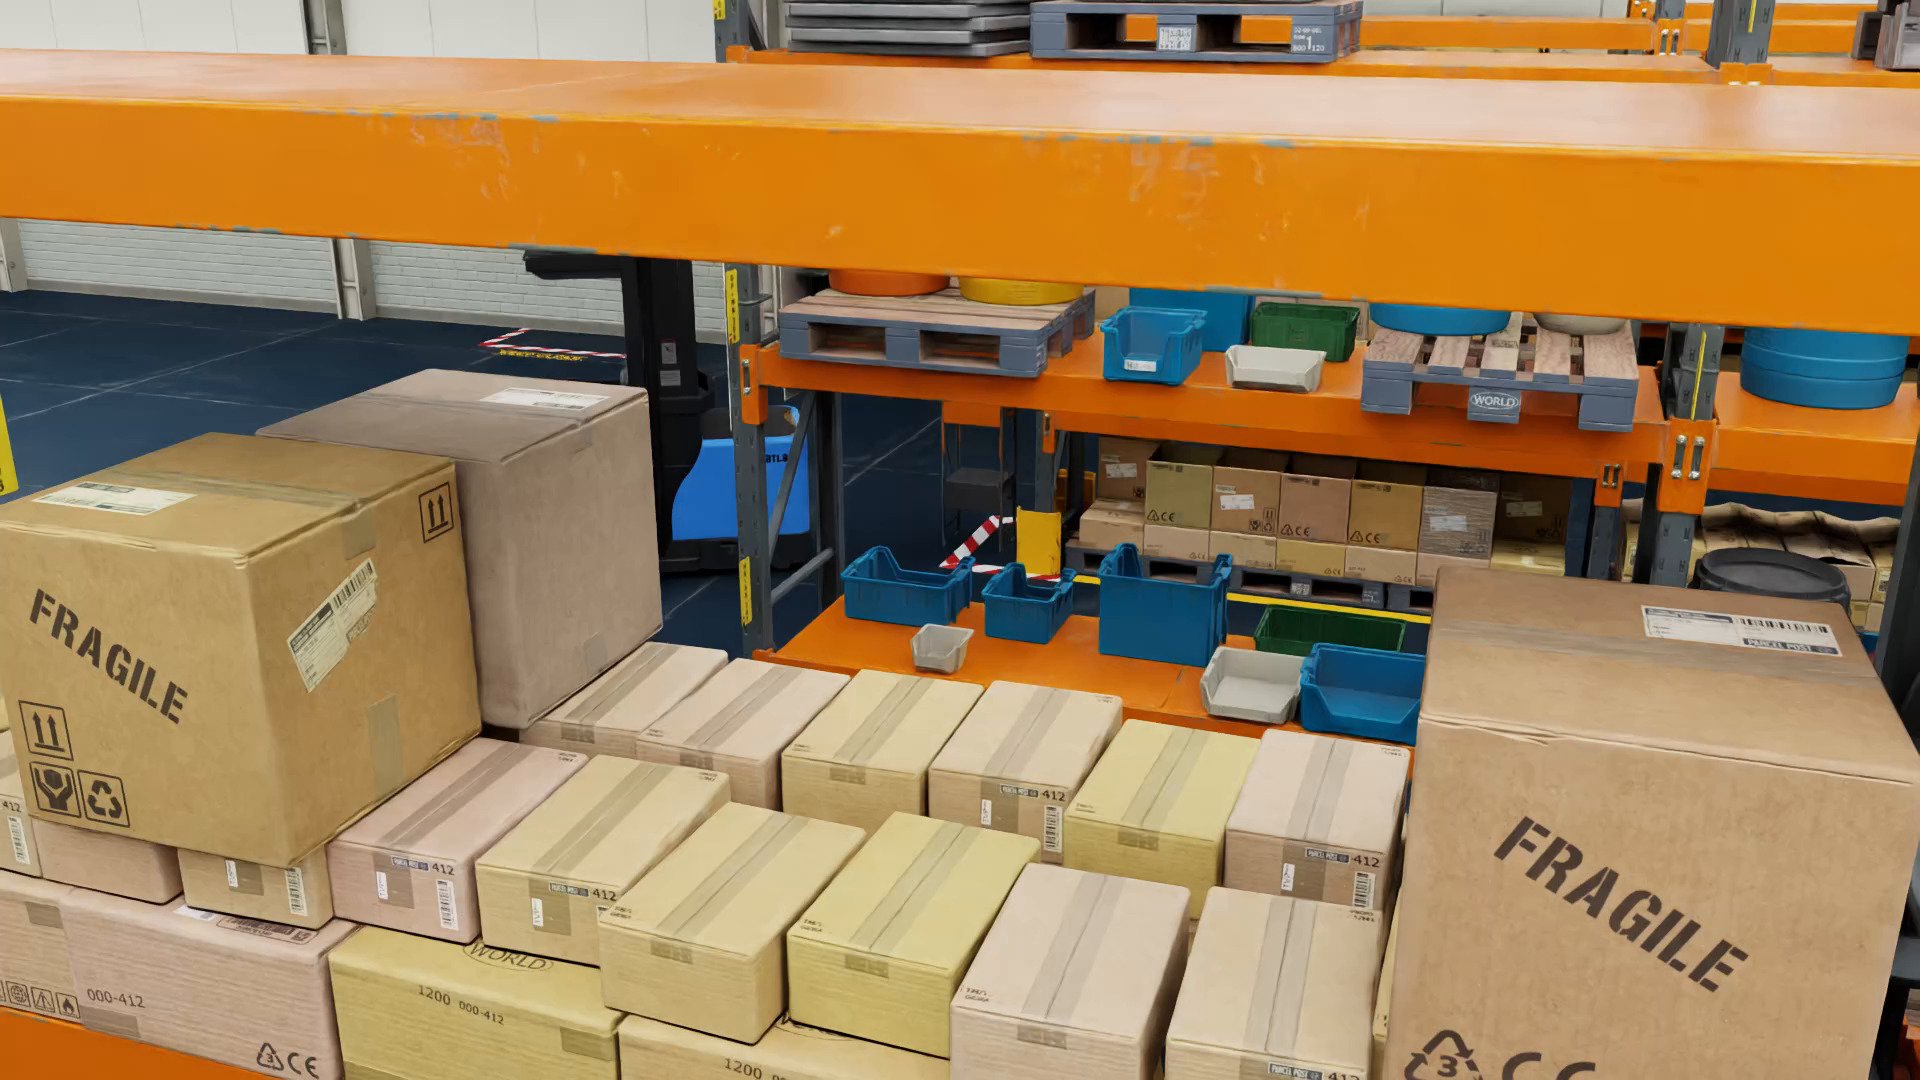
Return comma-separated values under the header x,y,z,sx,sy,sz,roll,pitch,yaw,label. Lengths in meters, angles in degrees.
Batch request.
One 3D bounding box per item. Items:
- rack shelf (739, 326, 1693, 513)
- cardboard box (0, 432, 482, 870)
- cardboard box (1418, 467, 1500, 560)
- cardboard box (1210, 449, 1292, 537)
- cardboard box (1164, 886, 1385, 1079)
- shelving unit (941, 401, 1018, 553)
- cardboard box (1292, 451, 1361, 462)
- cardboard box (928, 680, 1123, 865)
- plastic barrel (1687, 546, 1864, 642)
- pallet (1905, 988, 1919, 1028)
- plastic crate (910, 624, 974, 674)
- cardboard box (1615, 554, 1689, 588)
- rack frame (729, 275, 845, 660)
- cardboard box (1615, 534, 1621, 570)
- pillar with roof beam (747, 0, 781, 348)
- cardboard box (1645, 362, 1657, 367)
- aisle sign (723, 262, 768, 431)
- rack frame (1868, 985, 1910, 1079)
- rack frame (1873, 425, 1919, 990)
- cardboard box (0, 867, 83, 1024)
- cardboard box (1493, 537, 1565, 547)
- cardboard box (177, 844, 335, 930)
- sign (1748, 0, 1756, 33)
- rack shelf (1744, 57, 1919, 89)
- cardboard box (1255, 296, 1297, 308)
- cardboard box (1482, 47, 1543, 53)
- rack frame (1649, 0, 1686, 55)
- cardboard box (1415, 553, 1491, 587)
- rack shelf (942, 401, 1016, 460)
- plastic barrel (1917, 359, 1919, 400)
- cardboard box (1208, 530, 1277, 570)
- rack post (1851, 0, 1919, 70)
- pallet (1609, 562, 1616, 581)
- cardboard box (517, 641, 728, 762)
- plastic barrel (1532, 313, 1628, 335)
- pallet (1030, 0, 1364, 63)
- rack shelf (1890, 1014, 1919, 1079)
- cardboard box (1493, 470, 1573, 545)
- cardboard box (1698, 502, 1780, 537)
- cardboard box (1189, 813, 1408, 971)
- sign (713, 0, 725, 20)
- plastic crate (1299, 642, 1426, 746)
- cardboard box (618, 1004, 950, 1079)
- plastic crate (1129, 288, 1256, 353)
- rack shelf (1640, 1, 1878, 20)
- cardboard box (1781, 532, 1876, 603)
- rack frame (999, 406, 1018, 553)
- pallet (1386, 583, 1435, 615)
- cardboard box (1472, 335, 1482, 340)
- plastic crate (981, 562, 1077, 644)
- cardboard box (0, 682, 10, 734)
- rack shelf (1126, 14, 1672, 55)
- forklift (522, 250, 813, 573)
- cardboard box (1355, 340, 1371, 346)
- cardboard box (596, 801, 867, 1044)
x,y,z,sx,sy,sz,roll,pitch,yaw,label
1.056,-0.654,7.432,4.000,0.370,1.077,7,20,18,rack shelf
-1.145,0.150,2.667,0.500,0.500,0.500,6,20,18,cardboard box
3.596,-0.195,11.979,0.500,0.500,0.500,7,20,18,cardboard box
2.179,-0.357,12.443,0.500,0.500,0.500,7,20,18,cardboard box
0.430,0.642,2.243,0.250,0.149,0.380,5,20,15,cardboard box
0.156,-0.974,13.179,0.503,2.100,0.431,7,20,18,shelving unit
2.822,-0.464,12.751,0.500,0.500,0.500,7,20,18,cardboard box
0.122,0.401,2.933,0.250,0.149,0.380,6,20,17,cardboard box
3.211,0.538,6.715,0.708,0.901,0.600,7,20,18,plastic barrel
3.700,2.028,7.438,1.213,0.211,1.003,7,20,18,pallet
-0.093,0.528,7.906,0.250,0.136,0.298,7,20,18,plastic crate
4.874,0.319,11.642,0.500,0.250,0.500,6,20,17,cardboard box
-0.833,0.206,8.427,0.127,3.000,1.000,7,20,18,rack frame
5.061,0.153,12.118,0.500,0.250,0.500,6,20,18,cardboard box
-3.717,-5.210,14.851,0.400,9.000,9.100,7,20,18,pillar with roof beam
6.897,-1.395,16.150,0.500,0.500,0.700,7,20,20,cardboard box
-0.997,-0.938,7.760,0.004,0.787,0.394,7,20,18,aisle sign
1.320,2.178,2.770,0.127,3.000,1.000,7,20,18,rack frame
1.320,-0.654,1.782,0.127,3.000,1.000,7,20,18,rack frame
-1.599,0.587,3.006,0.500,0.250,0.500,6,20,17,cardboard box
4.236,0.054,12.402,0.500,0.250,0.500,7,20,18,cardboard box
-1.057,0.465,2.750,0.250,0.149,0.380,6,20,16,cardboard box
2.754,-1.926,5.747,0.005,0.325,0.100,7,20,18,sign
4.835,-1.450,5.765,4.000,0.370,1.077,7,20,18,rack shelf
2.258,-1.824,12.128,0.500,0.500,0.700,7,20,18,cardboard box
5.110,-4.413,15.421,0.500,0.500,0.500,8,21,21,cardboard box
4.574,-3.734,10.617,0.127,3.000,1.000,7,20,18,rack frame
3.596,0.160,12.101,0.500,0.250,0.500,7,20,18,cardboard box
0.156,-0.961,13.184,0.480,0.518,0.431,7,20,18,rack shelf
4.115,-0.957,6.445,0.600,0.901,0.600,0,19,0,plastic barrel
2.175,0.001,12.556,0.500,0.250,0.500,7,20,18,cardboard box
4.834,-2.103,5.634,3.121,1.000,1.013,7,20,18,rack post
5.283,0.483,11.870,1.213,0.211,1.003,7,20,18,pallet
-0.624,0.332,3.131,0.250,0.149,0.380,5,20,15,cardboard box
2.603,-1.137,6.915,0.421,0.512,0.421,0,19,0,plastic barrel
1.001,-2.128,6.904,1.213,0.211,1.003,7,20,18,pallet
3.209,1.318,1.775,4.000,0.370,1.077,7,20,18,rack shelf
4.239,-0.303,12.288,0.500,0.500,0.500,7,20,18,cardboard box
5.545,-0.057,11.871,0.500,0.311,0.500,7,20,20,cardboard box
0.478,0.649,2.828,0.500,0.250,0.500,6,20,18,cardboard box
-1.018,-2.357,6.985,0.005,0.325,0.100,7,20,18,sign
1.811,0.673,7.313,0.616,0.251,0.499,7,20,18,plastic crate
-0.169,0.752,2.533,0.500,0.250,0.500,6,20,18,cardboard box
1.067,-1.090,7.614,0.575,0.384,0.392,7,20,18,plastic crate
8.086,-4.530,14.602,4.000,0.370,1.077,7,20,18,rack shelf
5.844,0.167,11.227,0.500,0.311,0.500,6,20,16,cardboard box
0.387,-0.947,13.104,0.015,2.100,0.400,7,20,18,rack frame
3.837,0.316,12.348,1.213,0.211,1.003,7,20,18,pallet
3.675,-1.661,11.662,0.500,0.500,0.700,6,20,18,cardboard box
0.349,0.309,8.357,0.408,0.251,0.499,7,20,18,plastic crate
-1.782,0.361,3.048,0.250,0.149,0.380,6,20,17,cardboard box
2.685,-3.422,11.421,4.000,0.370,1.077,7,20,18,rack shelf
-2.714,-1.229,12.649,3.031,2.935,1.130,-3,19,-9,forklift
2.796,-1.383,11.849,0.250,0.149,0.380,7,20,20,cardboard box
-0.329,0.558,2.482,0.250,0.149,0.380,8,21,21,cardboard box
